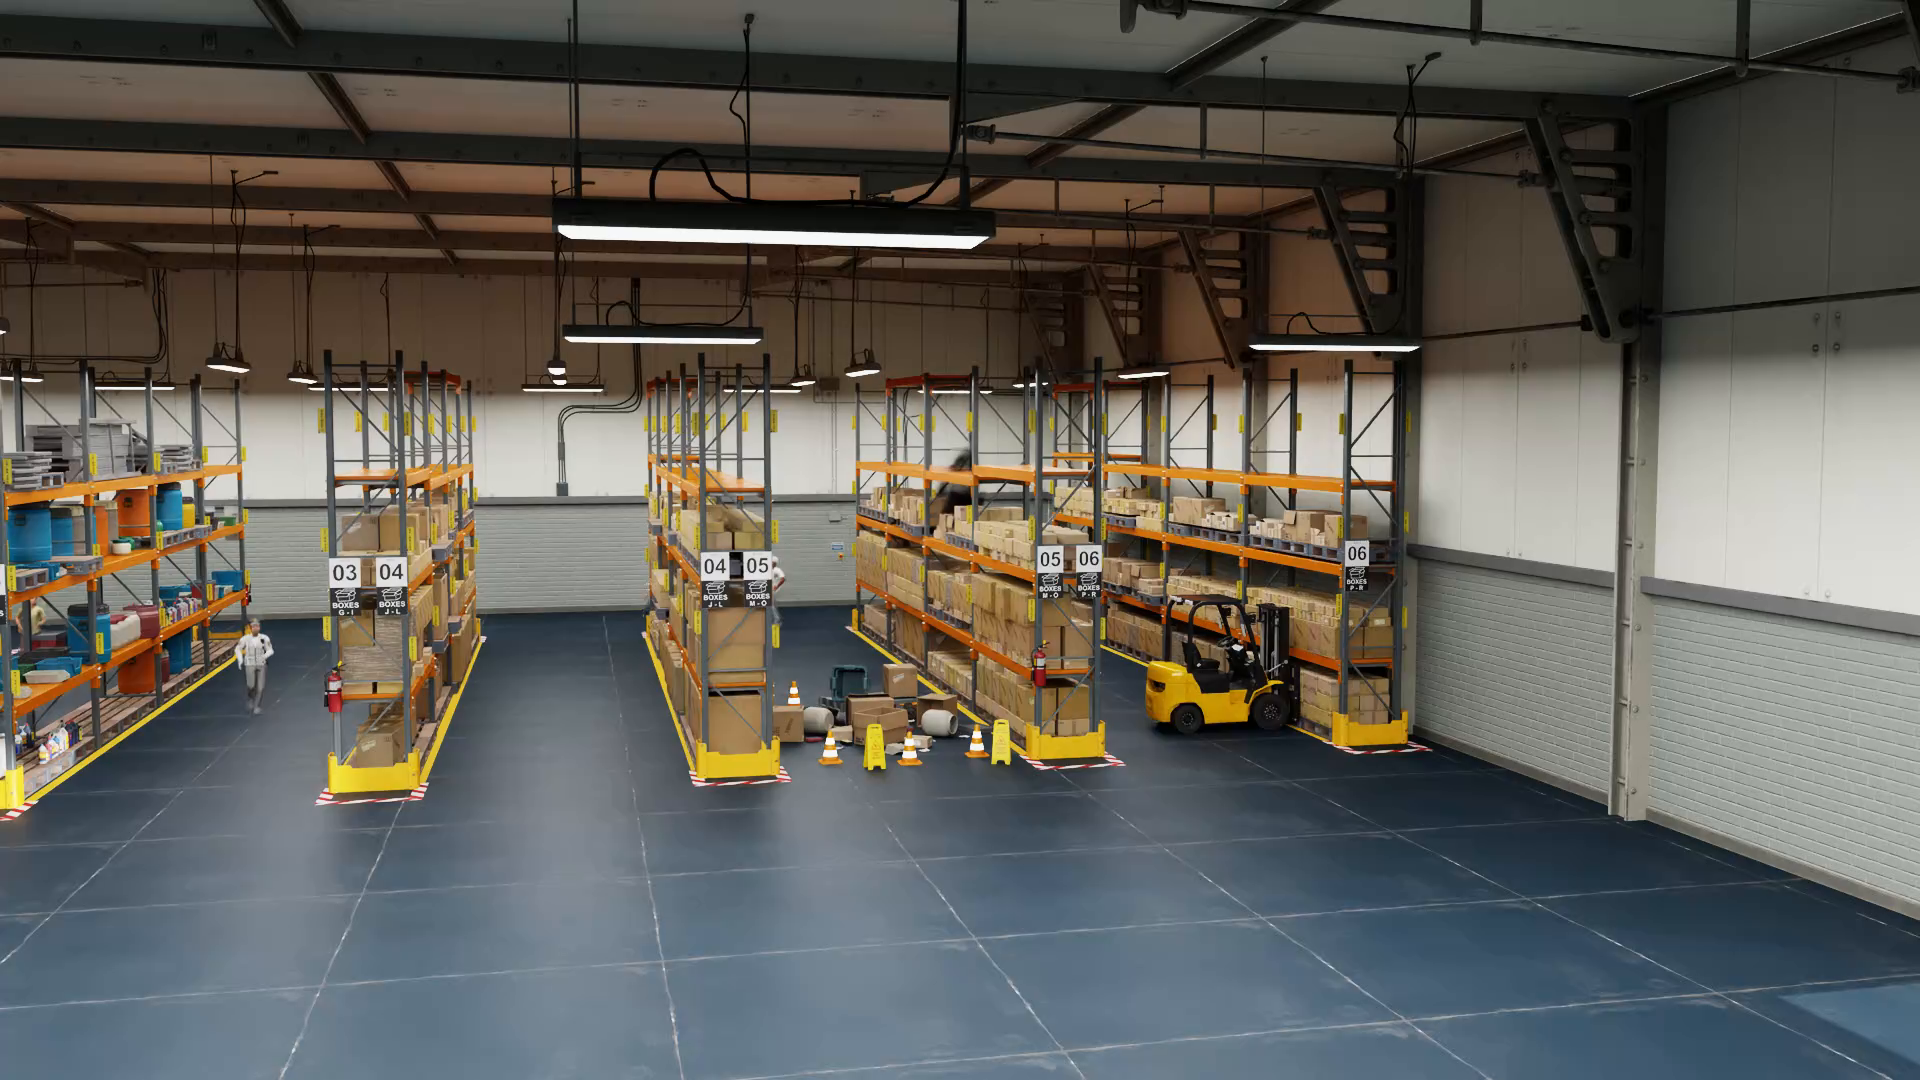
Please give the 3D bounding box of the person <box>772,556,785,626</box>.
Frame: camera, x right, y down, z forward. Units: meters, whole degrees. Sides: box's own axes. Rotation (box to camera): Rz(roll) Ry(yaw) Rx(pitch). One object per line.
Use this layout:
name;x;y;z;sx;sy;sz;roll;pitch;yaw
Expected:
person;-4.674;1.279;40.975;0.629;1.754;0.680;-1;4;-16

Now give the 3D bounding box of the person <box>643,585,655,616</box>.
person;-7.382;1.461;40.066;0.484;1.552;0.593;-2;5;-29

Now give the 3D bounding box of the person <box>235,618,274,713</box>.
person;-12.140;2.175;28.652;0.599;1.657;0.562;-2;4;-28

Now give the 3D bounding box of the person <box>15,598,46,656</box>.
person;-18.483;1.874;33.068;0.553;1.627;0.567;-2;4;-23
